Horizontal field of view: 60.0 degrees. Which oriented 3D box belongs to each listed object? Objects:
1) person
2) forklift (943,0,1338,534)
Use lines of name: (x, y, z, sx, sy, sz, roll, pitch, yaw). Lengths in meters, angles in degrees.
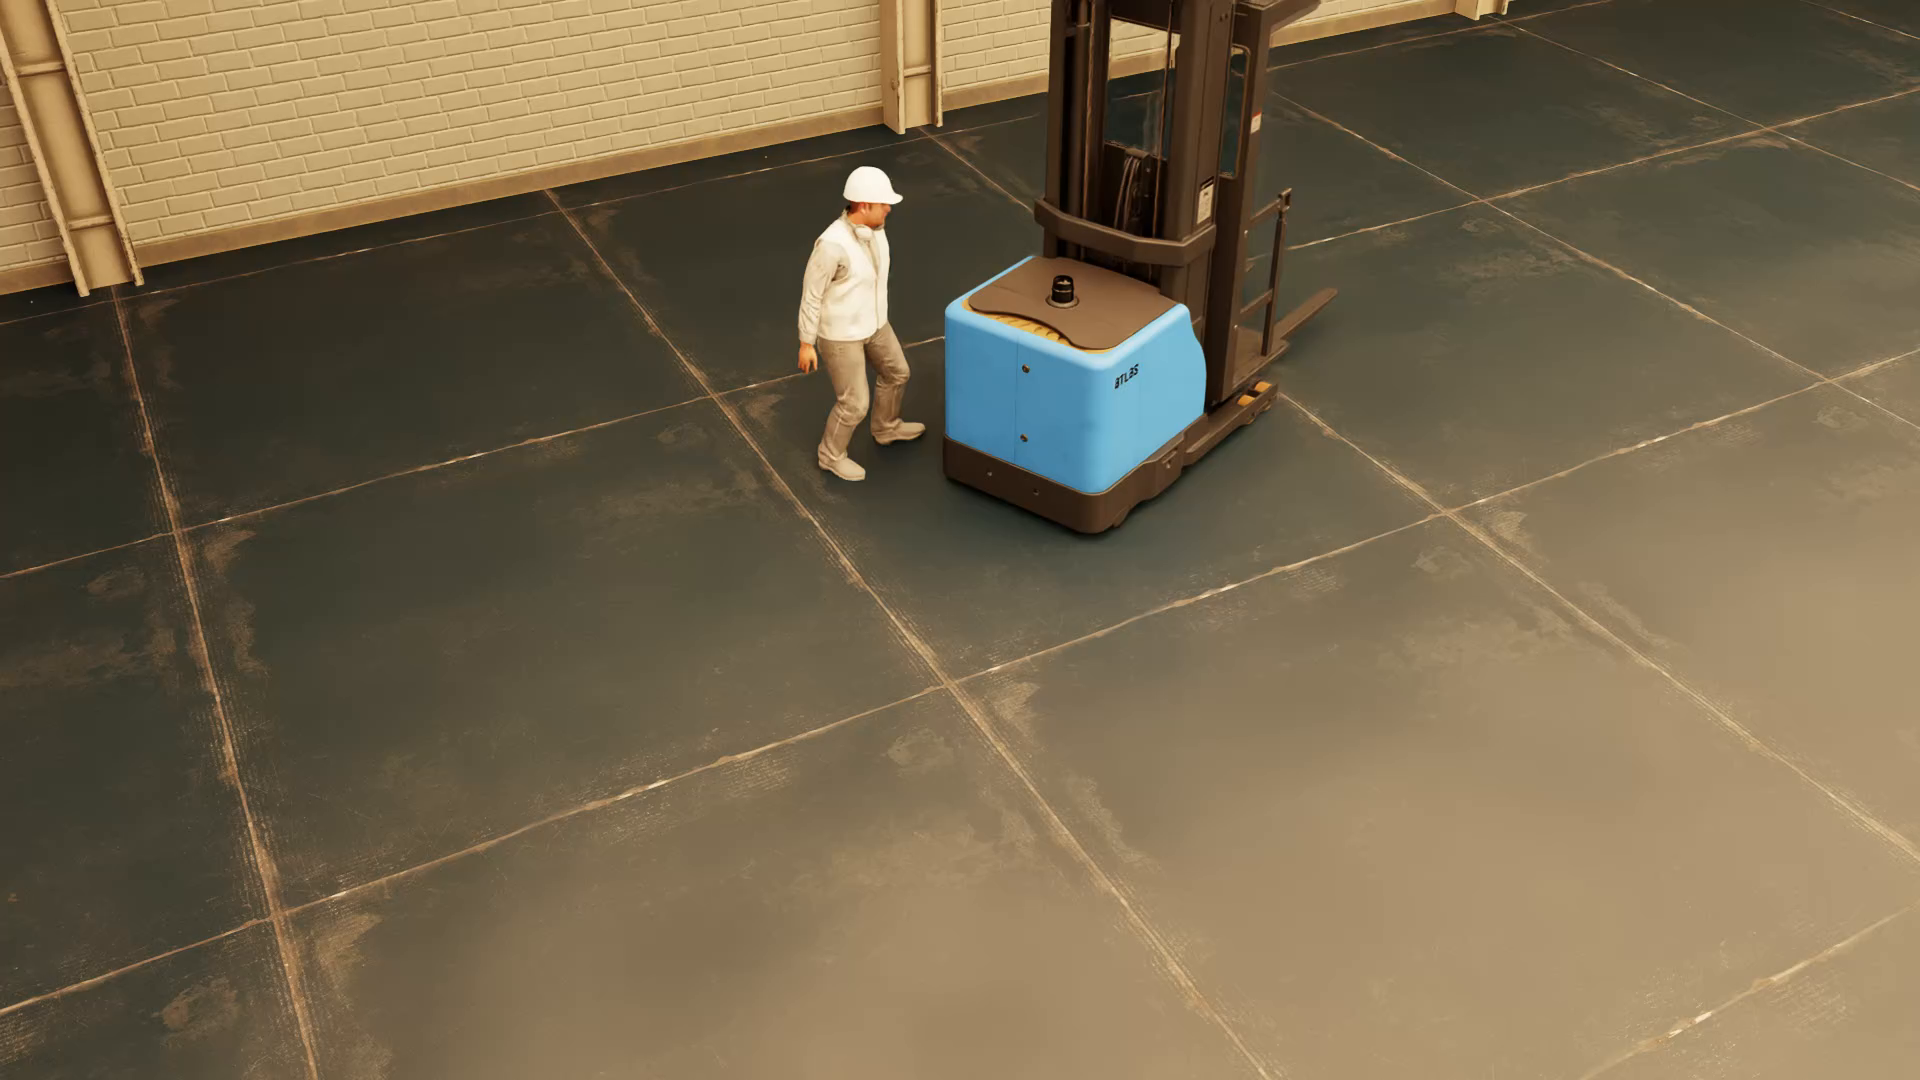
person: (-0.522, -1.144, 8.786, 0.459, 1.745, 0.853, 18, 39, 23)
forklift: (1.204, -2.023, 8.984, 1.130, 2.935, 3.031, 24, 42, 30)
